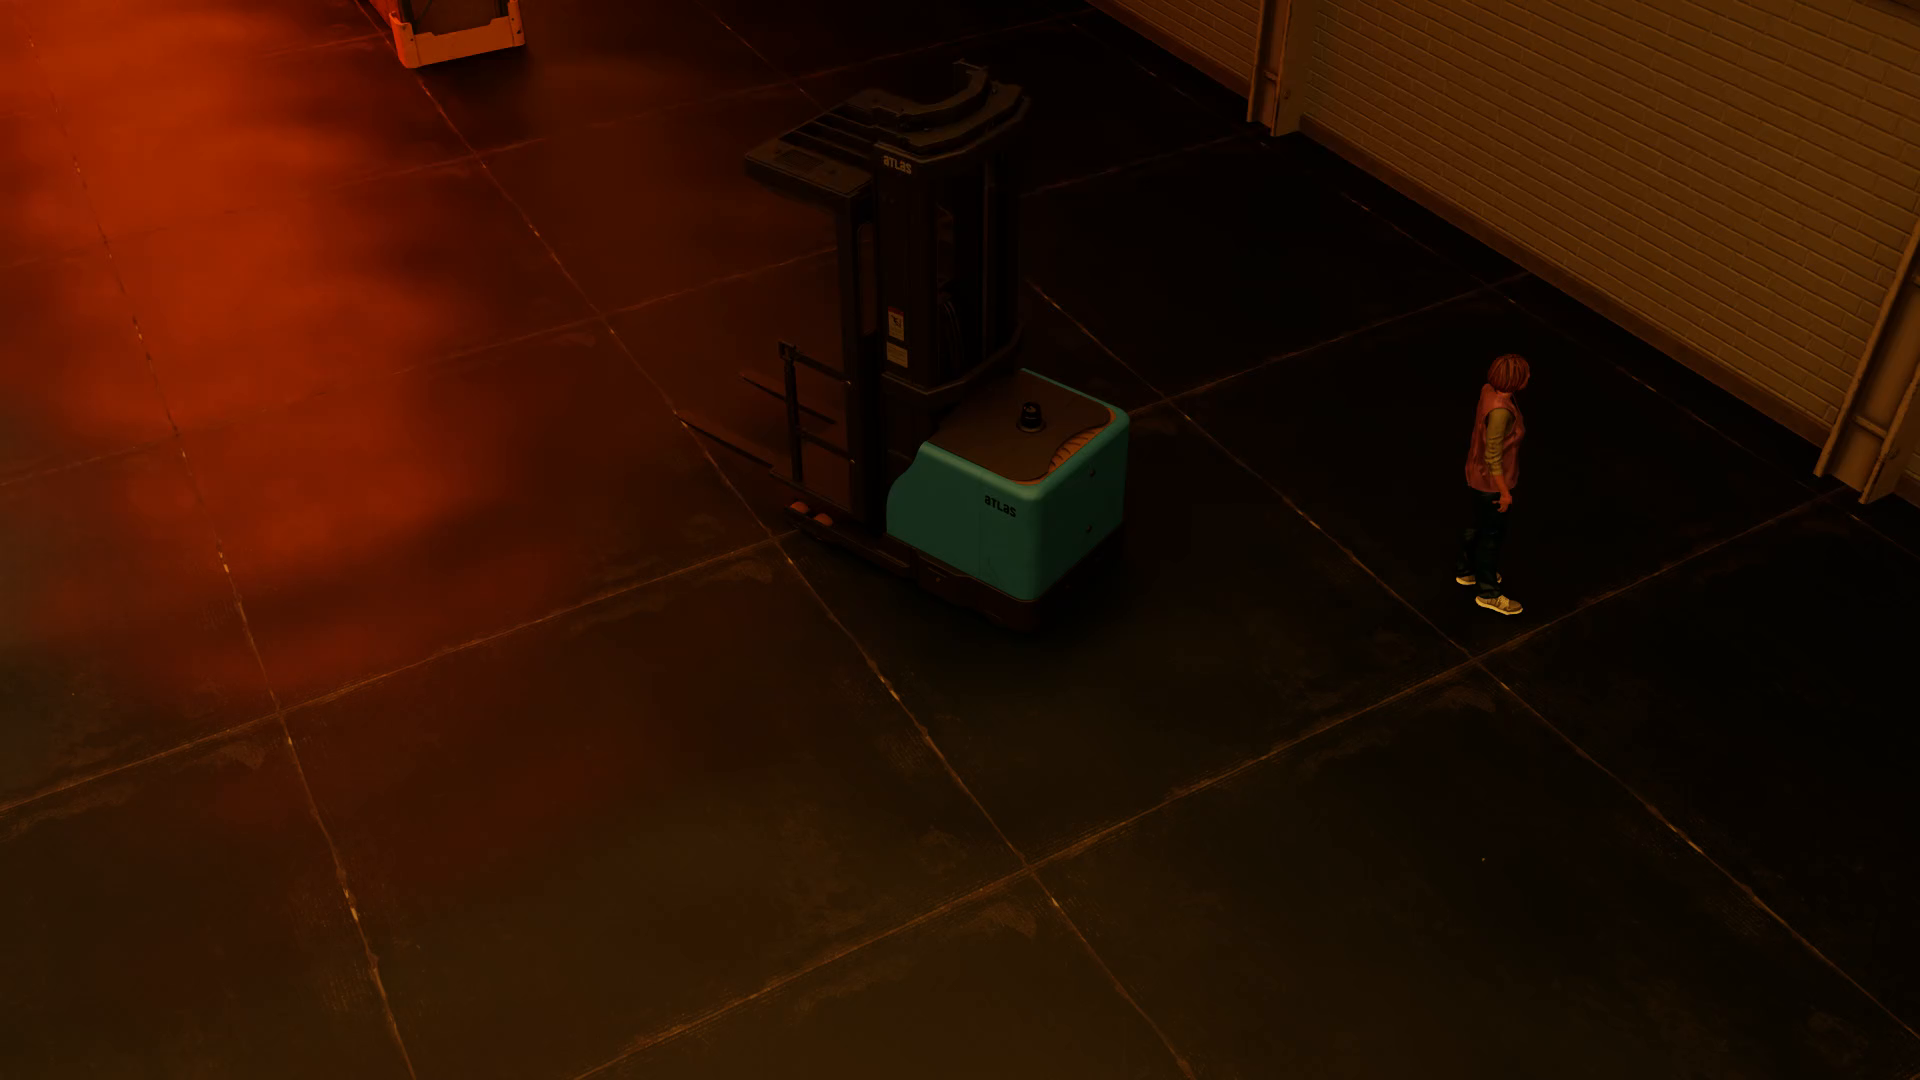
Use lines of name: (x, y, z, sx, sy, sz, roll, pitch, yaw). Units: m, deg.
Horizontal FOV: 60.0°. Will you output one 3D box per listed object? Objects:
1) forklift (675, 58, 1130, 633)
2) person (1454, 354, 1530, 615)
forklift: (-0.481, -1.366, 9.683, 3.031, 2.935, 1.130, 26, 46, 28)
person: (3.112, -0.344, 9.488, 0.473, 1.594, 0.521, 6, 40, 7)
